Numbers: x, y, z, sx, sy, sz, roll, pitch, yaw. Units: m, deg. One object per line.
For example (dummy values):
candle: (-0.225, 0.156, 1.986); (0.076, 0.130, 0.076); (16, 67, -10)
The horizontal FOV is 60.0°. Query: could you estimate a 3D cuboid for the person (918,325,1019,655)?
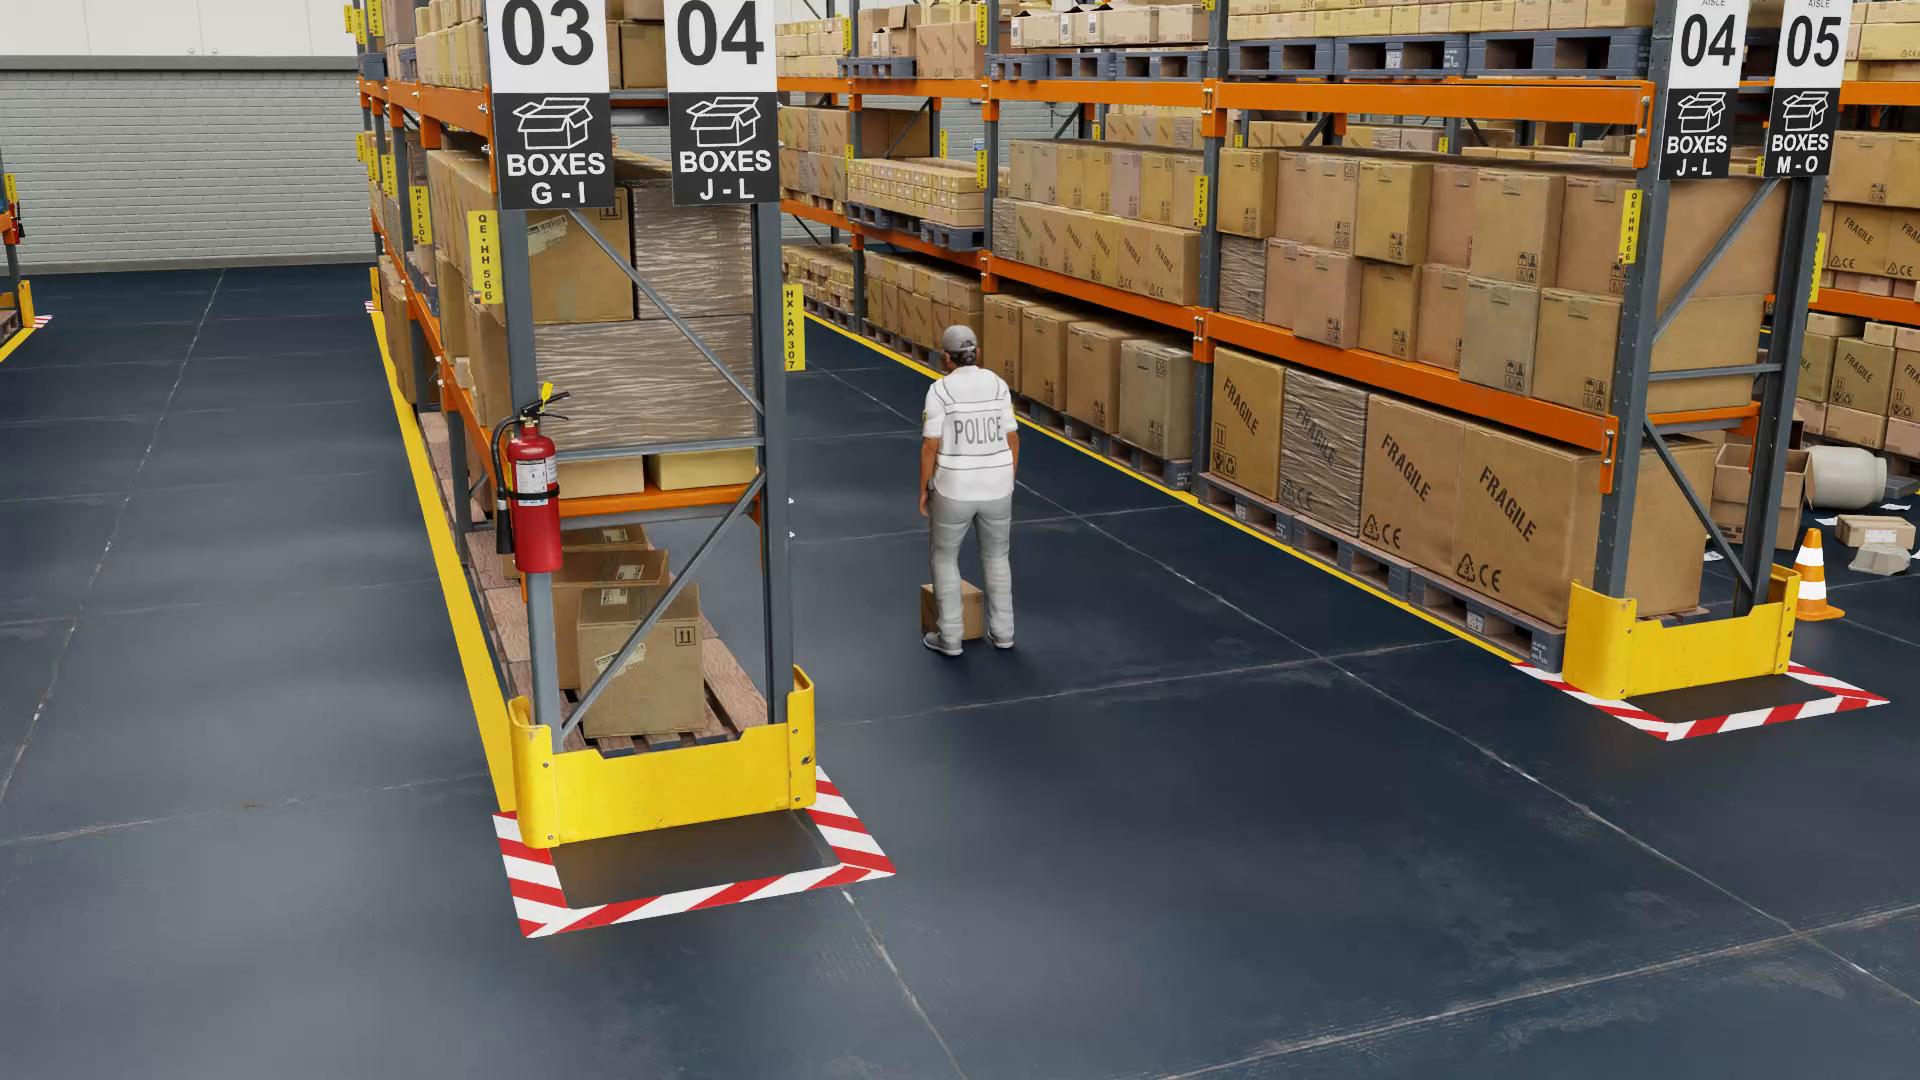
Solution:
person: (0.043, -0.251, 8.404); (0.540, 1.667, 0.467); (-6, 17, -20)
